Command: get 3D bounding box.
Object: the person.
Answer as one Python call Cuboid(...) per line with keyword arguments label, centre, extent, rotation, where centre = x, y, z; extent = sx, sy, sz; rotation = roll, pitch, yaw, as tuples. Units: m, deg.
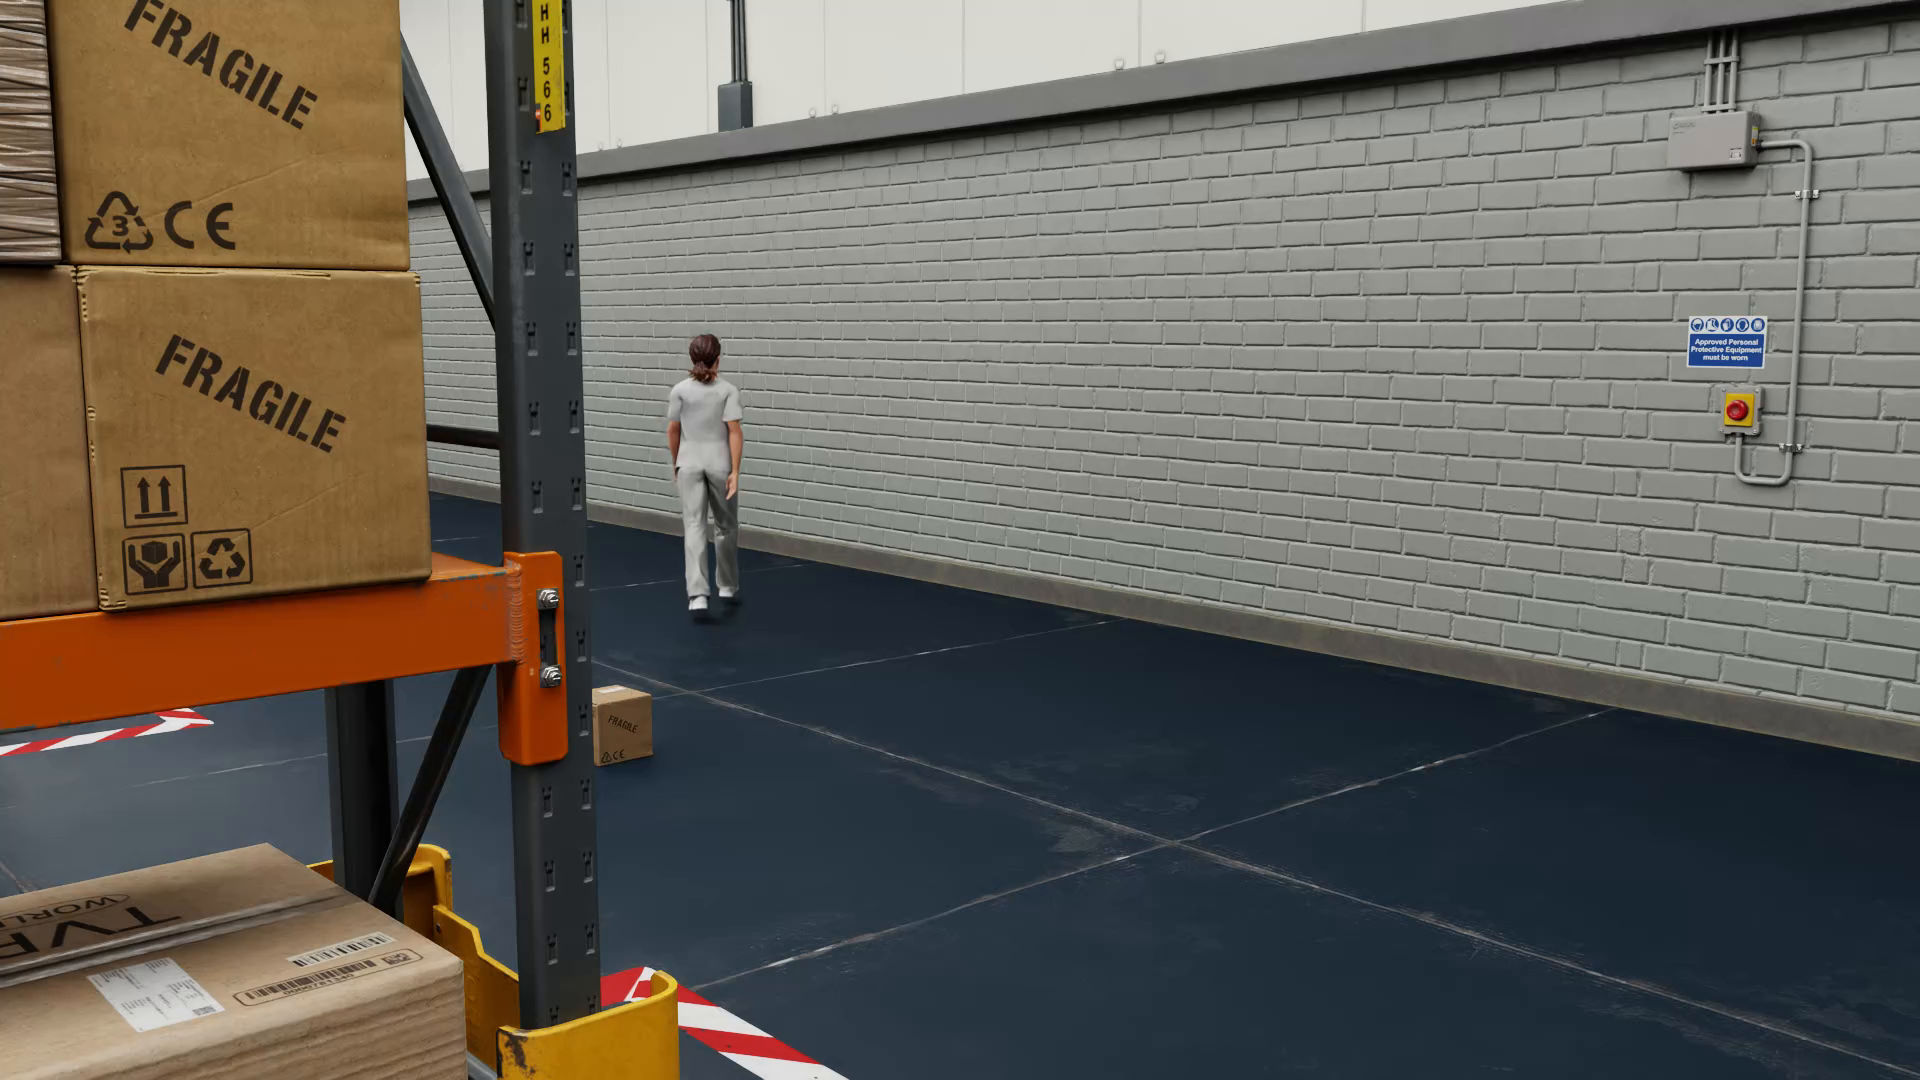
Cuboid(label="person", centre=(-1.509, -0.409, 9.914), extent=(0.458, 1.594, 1.020), rotation=(-1, 8, -5))
